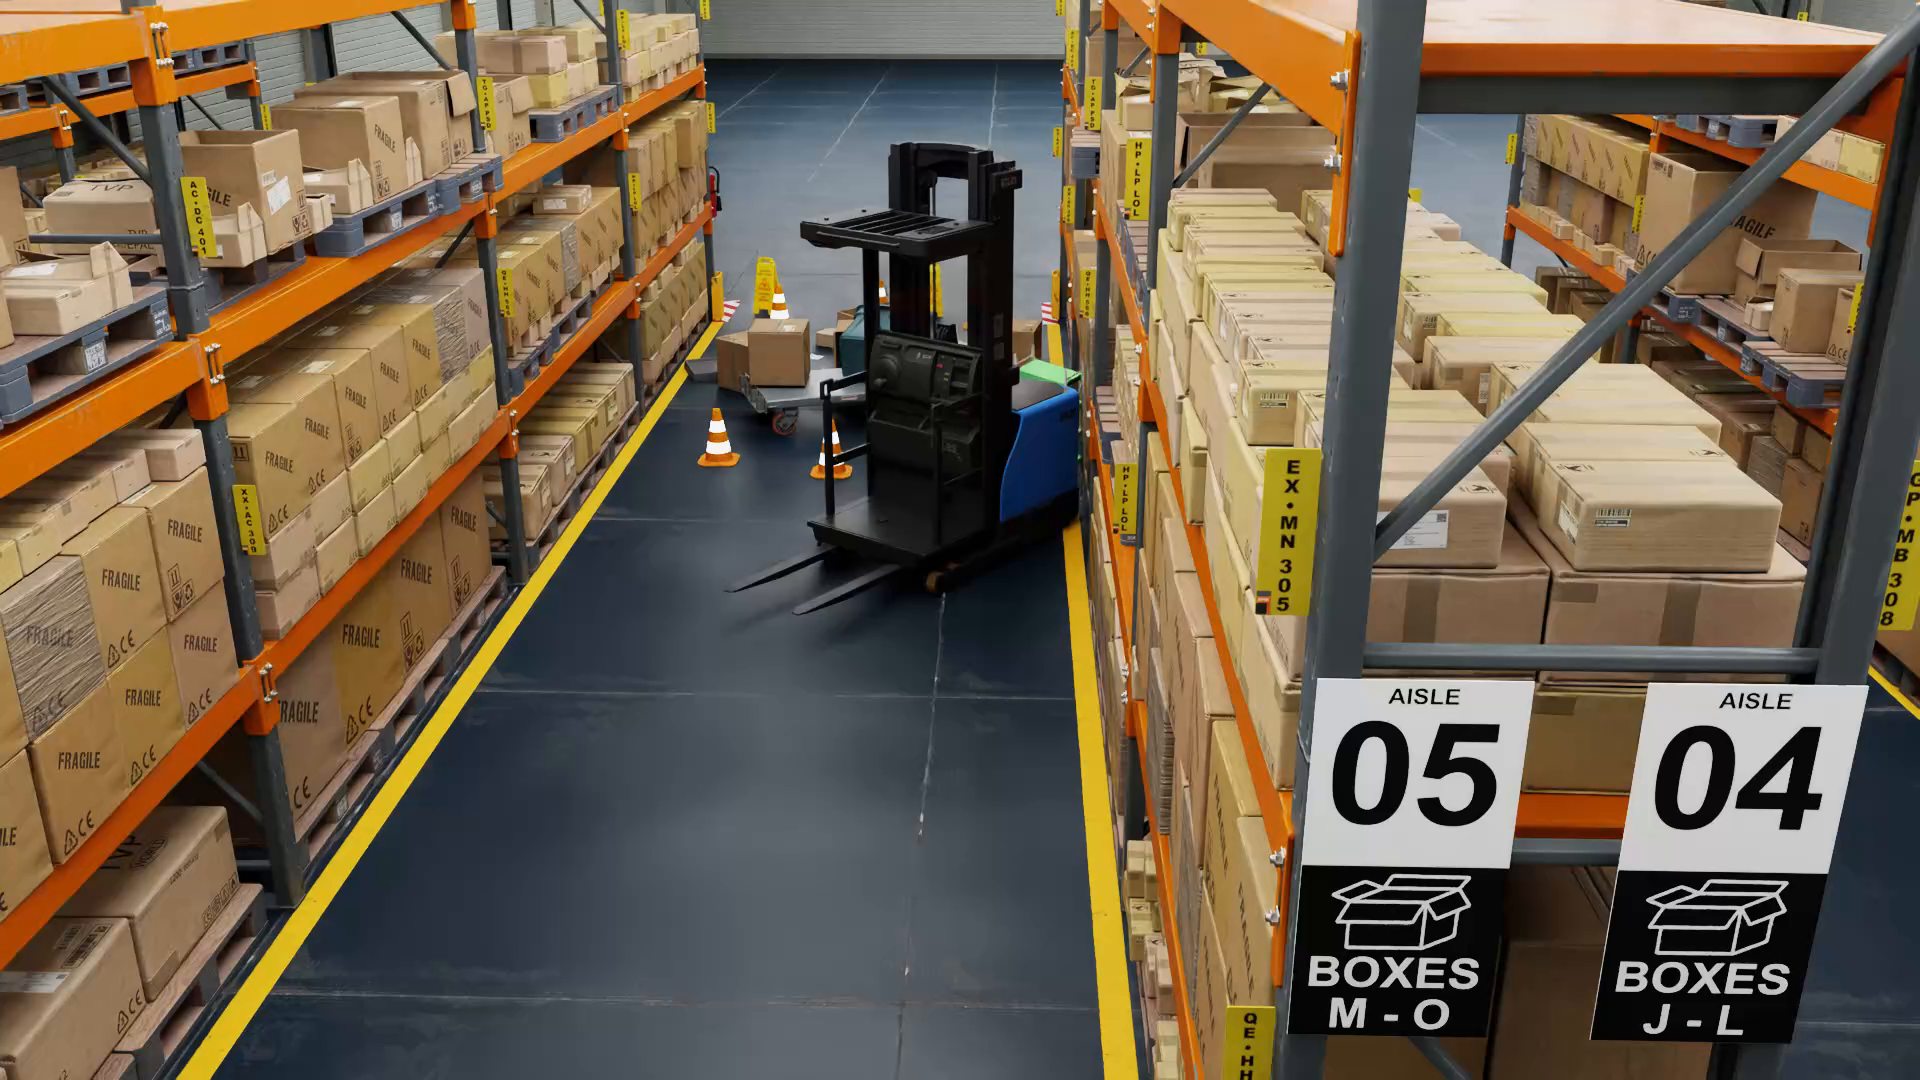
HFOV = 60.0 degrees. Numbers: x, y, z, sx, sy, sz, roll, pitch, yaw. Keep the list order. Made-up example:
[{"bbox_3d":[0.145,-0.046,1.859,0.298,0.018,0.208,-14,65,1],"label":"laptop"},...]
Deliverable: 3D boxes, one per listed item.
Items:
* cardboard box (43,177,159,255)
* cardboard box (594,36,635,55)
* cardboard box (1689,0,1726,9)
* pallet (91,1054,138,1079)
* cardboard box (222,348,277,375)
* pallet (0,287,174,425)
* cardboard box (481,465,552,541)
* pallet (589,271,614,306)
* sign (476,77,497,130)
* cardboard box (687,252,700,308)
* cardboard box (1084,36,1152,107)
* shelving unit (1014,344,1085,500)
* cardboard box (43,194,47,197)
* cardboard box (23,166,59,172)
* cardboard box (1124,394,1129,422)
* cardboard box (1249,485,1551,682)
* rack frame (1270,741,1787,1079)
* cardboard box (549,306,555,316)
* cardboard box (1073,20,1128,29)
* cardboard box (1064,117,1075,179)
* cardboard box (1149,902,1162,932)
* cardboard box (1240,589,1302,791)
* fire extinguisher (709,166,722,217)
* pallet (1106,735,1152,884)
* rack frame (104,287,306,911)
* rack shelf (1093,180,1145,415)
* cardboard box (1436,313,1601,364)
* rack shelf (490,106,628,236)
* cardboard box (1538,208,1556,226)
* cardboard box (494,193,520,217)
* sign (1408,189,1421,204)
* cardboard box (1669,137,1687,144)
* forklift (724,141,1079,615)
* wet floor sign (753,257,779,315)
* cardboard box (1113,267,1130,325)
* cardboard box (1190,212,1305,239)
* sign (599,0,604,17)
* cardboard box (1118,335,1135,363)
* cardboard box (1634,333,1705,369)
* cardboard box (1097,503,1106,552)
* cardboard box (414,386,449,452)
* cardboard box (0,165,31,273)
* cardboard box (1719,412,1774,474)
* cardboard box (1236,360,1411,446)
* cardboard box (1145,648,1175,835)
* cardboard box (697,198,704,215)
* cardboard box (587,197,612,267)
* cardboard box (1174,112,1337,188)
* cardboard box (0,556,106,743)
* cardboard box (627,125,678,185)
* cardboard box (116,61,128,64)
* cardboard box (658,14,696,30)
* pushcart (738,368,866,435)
[{"bbox_3d":[-3.858,-1.525,7.709,0.500,0.311,0.500,1,21,2],"label":"cardboard box"},{"bbox_3d":[-3.117,-4.402,14.825,0.380,0.149,0.250,1,21,3],"label":"cardboard box"},{"bbox_3d":[6.232,-4.418,14.380,0.500,0.500,0.500,0,21,0],"label":"cardboard box"},{"bbox_3d":[-3.811,2.365,6.143,1.003,0.211,1.213,1,21,2],"label":"pallet"},{"bbox_3d":[-3.869,-0.699,8.663,0.500,0.500,0.500,1,21,3],"label":"cardboard box"},{"bbox_3d":[-3.711,-0.713,6.196,1.003,0.211,1.213,1,21,2],"label":"pallet"},{"bbox_3d":[-3.527,-0.273,12.138,0.950,0.372,0.625,-1,21,-2],"label":"cardboard box"},{"bbox_3d":[-3.601,-2.180,14.266,1.003,0.211,1.213,1,21,2],"label":"pallet"},{"bbox_3d":[-2.999,-2.765,10.538,0.100,0.325,0.005,1,21,2],"label":"sign"},{"bbox_3d":[-3.087,-2.773,17.712,0.500,0.500,0.500,1,21,4],"label":"cardboard box"},{"bbox_3d":[1.170,-3.399,12.139,0.500,0.500,0.500,1,21,2],"label":"cardboard box"},{"bbox_3d":[0.707,-0.887,13.063,0.503,1.200,0.258,22,38,35],"label":"shelving unit"},{"bbox_3d":[-8.668,-3.157,15.482,0.380,0.149,0.250,0,21,0],"label":"cardboard box"},{"bbox_3d":[-8.697,-3.481,15.908,0.380,0.149,0.250,0,21,1],"label":"cardboard box"},{"bbox_3d":[1.155,-0.749,9.668,0.380,0.149,0.250,1,21,2],"label":"cardboard box"},{"bbox_3d":[0.913,0.082,3.542,0.500,0.250,0.500,0,21,0],"label":"cardboard box"},{"bbox_3d":[1.154,1.812,3.711,1.000,3.000,0.127,1,21,2],"label":"rack frame"},{"bbox_3d":[-3.334,-1.782,12.742,0.380,0.149,0.250,1,21,4],"label":"cardboard box"},{"bbox_3d":[1.293,-4.600,15.167,0.500,0.250,0.500,1,21,1],"label":"cardboard box"},{"bbox_3d":[1.513,-4.011,17.020,0.875,0.550,0.550,1,21,2],"label":"cardboard box"},{"bbox_3d":[1.027,1.581,7.257,0.380,0.149,0.250,1,21,2],"label":"cardboard box"},{"bbox_3d":[0.903,0.317,3.627,0.500,0.250,0.500,0,21,0],"label":"cardboard box"},{"bbox_3d":[-2.846,-3.991,18.774,0.296,0.674,0.183,1,21,2],"label":"fire extinguisher"},{"bbox_3d":[1.298,1.385,8.668,1.003,0.211,1.213,1,21,2],"label":"pallet"},{"bbox_3d":[-3.675,0.348,7.485,1.000,3.000,0.127,1,21,2],"label":"rack frame"},{"bbox_3d":[1.336,-1.420,8.890,1.077,0.370,4.000,1,21,2],"label":"rack shelf"},{"bbox_3d":[1.512,-0.515,4.529,0.380,0.149,0.250,1,21,3],"label":"cardboard box"},{"bbox_3d":[-3.493,-2.884,12.663,1.077,0.370,4.000,1,21,2],"label":"rack shelf"},{"bbox_3d":[6.312,-3.393,17.474,0.380,0.149,0.250,1,21,2],"label":"cardboard box"},{"bbox_3d":[-3.730,-2.668,13.231,0.380,0.149,0.250,2,21,5],"label":"cardboard box"},{"bbox_3d":[1.818,-1.270,6.794,0.100,0.325,0.005,1,21,2],"label":"sign"},{"bbox_3d":[6.755,-3.427,15.284,0.500,0.500,0.500,1,21,2],"label":"cardboard box"},{"bbox_3d":[-0.383,-1.186,11.534,1.130,2.935,3.031,16,26,35],"label":"forklift"},{"bbox_3d":[-2.235,-2.950,19.239,0.267,0.644,0.232,8,23,20],"label":"wet floor sign"},{"bbox_3d":[1.421,-1.755,11.385,0.700,0.500,0.500,1,21,1],"label":"cardboard box"},{"bbox_3d":[1.032,-1.089,6.008,0.380,0.149,0.250,0,21,1],"label":"cardboard box"},{"bbox_3d":[-3.853,-5.802,17.981,0.100,0.325,0.005,1,21,2],"label":"sign"},{"bbox_3d":[1.184,-1.174,10.352,0.380,0.149,0.250,0,21,0],"label":"cardboard box"},{"bbox_3d":[6.526,-1.610,15.406,0.500,0.500,0.500,0,21,0],"label":"cardboard box"},{"bbox_3d":[1.119,-0.030,10.298,0.500,0.250,0.500,0,21,1],"label":"cardboard box"},{"bbox_3d":[-3.322,-0.712,9.735,0.500,0.250,0.500,0,21,0],"label":"cardboard box"},{"bbox_3d":[-3.903,-1.129,6.288,0.500,0.500,0.500,1,21,3],"label":"cardboard box"},{"bbox_3d":[6.367,-0.677,12.974,0.700,0.500,0.500,2,21,6],"label":"cardboard box"},{"bbox_3d":[0.882,-0.336,4.067,0.380,0.149,0.250,1,21,2],"label":"cardboard box"},{"bbox_3d":[0.949,0.718,5.983,0.500,0.500,0.500,0,21,0],"label":"cardboard box"},{"bbox_3d":[-3.005,-3.643,18.118,0.380,0.149,0.250,0,21,1],"label":"cardboard box"},{"bbox_3d":[-3.231,-2.576,13.893,0.500,0.500,0.500,1,21,2],"label":"cardboard box"},{"bbox_3d":[1.454,-1.833,8.237,0.797,0.503,0.637,0,21,1],"label":"cardboard box"},{"bbox_3d":[-3.443,0.377,5.891,0.500,0.500,0.500,1,21,2],"label":"cardboard box"},{"bbox_3d":[-3.122,-3.718,16.033,0.700,0.500,0.500,0,21,0],"label":"cardboard box"},{"bbox_3d":[-8.053,-4.558,15.611,0.380,0.149,0.250,1,21,3],"label":"cardboard box"},{"bbox_3d":[-3.026,-5.518,17.702,0.380,0.149,0.250,1,21,2],"label":"cardboard box"},{"bbox_3d":[-1.152,-1.315,15.396,1.648,0.377,0.936,-7,22,-17],"label":"pushcart"}]
